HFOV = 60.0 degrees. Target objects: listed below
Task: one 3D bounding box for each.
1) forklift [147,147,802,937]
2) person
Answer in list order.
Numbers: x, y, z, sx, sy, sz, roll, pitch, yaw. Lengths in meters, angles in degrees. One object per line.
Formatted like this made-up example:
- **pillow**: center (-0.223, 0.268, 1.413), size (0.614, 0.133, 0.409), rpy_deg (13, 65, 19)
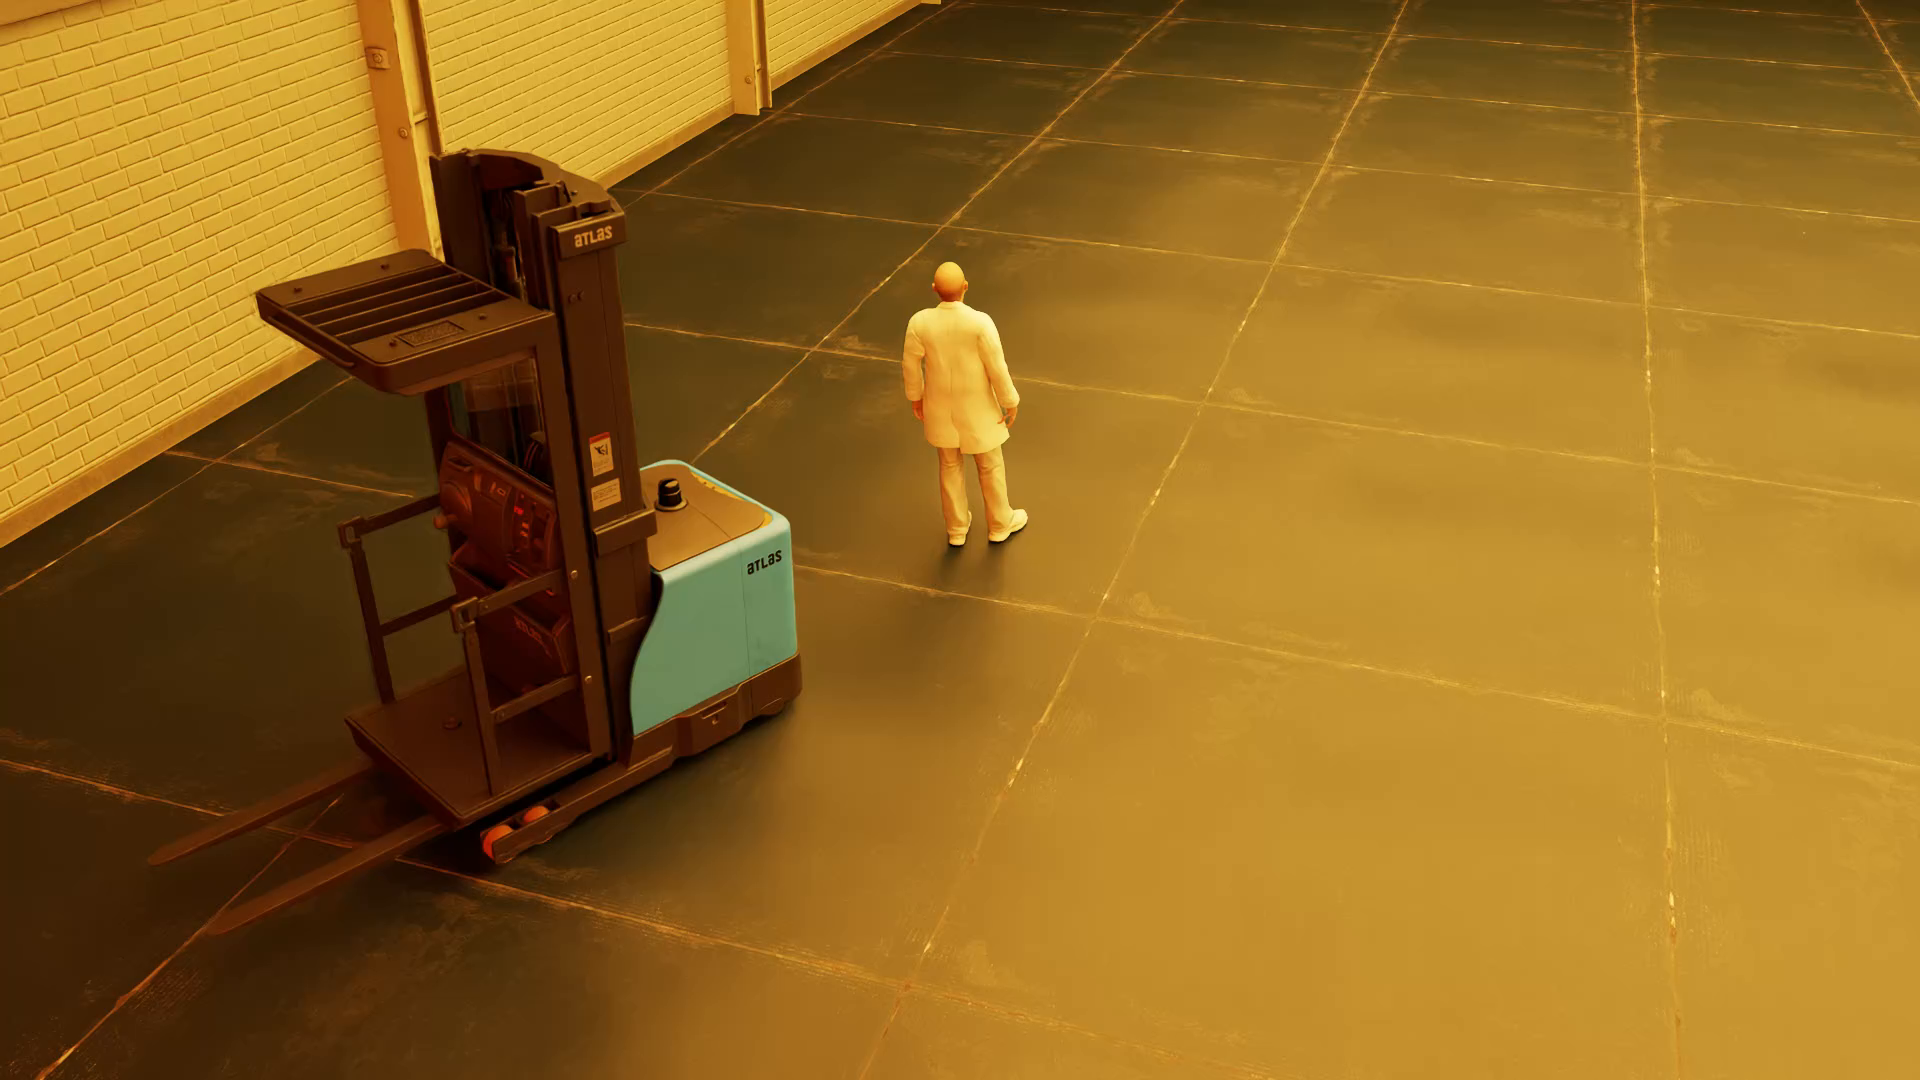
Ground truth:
- **forklift**: center (-2.218, -0.101, 7.314), size (3.031, 2.935, 1.130), rpy_deg (-26, 39, -38)
- **person**: center (0.034, -0.820, 9.725), size (0.694, 1.775, 0.581), rpy_deg (10, 31, 16)
